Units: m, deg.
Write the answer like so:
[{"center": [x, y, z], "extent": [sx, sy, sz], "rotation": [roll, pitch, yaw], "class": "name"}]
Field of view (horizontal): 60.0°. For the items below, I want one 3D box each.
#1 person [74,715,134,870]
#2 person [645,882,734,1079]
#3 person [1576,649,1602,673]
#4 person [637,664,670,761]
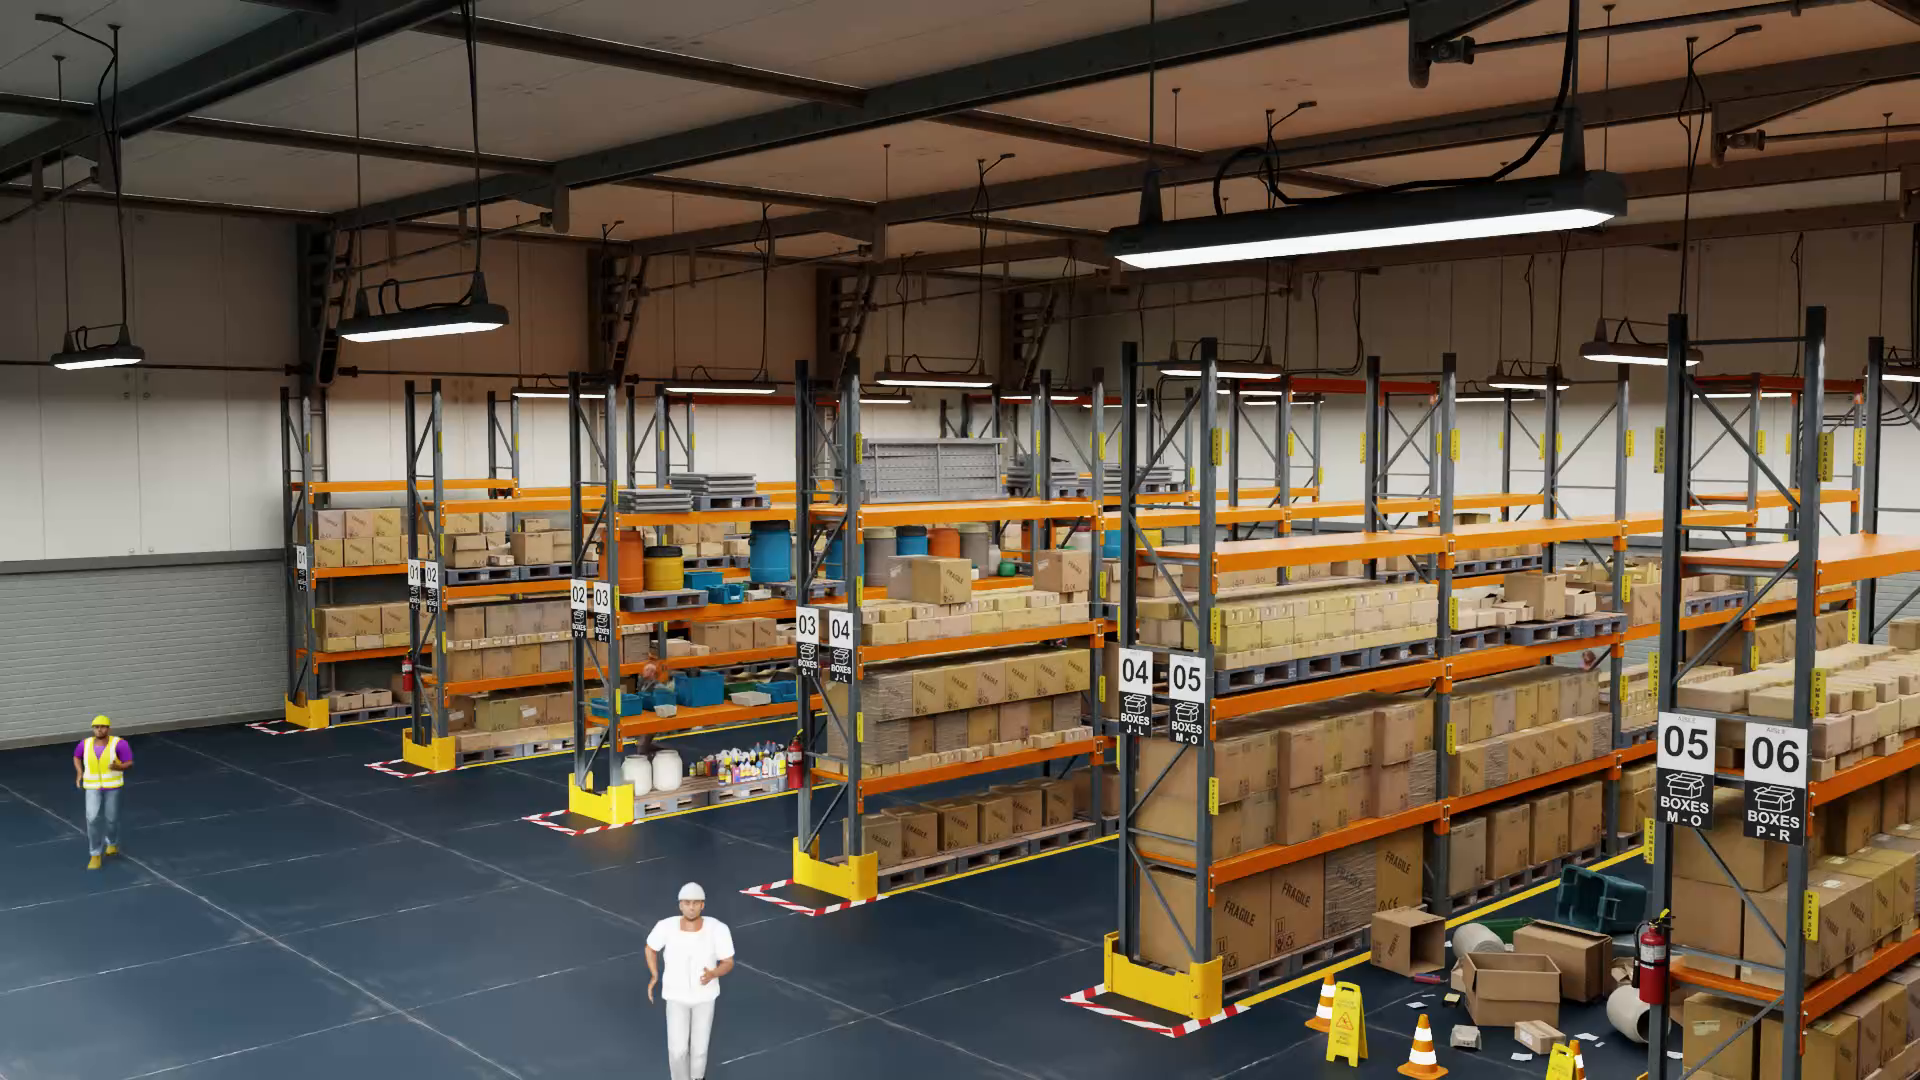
[{"center": [-10.299, 3.012, 20.003], "extent": [0.674, 1.826, 0.746], "rotation": [-1, 4, -21], "class": "person"}, {"center": [-2.041, 3.485, 12.593], "extent": [0.668, 1.777, 0.624], "rotation": [-1, 4, -11], "class": "person"}, {"center": [10.488, 2.600, 27.816], "extent": [0.587, 1.562, 0.692], "rotation": [3, 5, 36], "class": "person"}, {"center": [-4.638, 2.713, 25.030], "extent": [0.670, 1.693, 0.836], "rotation": [3, 5, 43], "class": "person"}]
